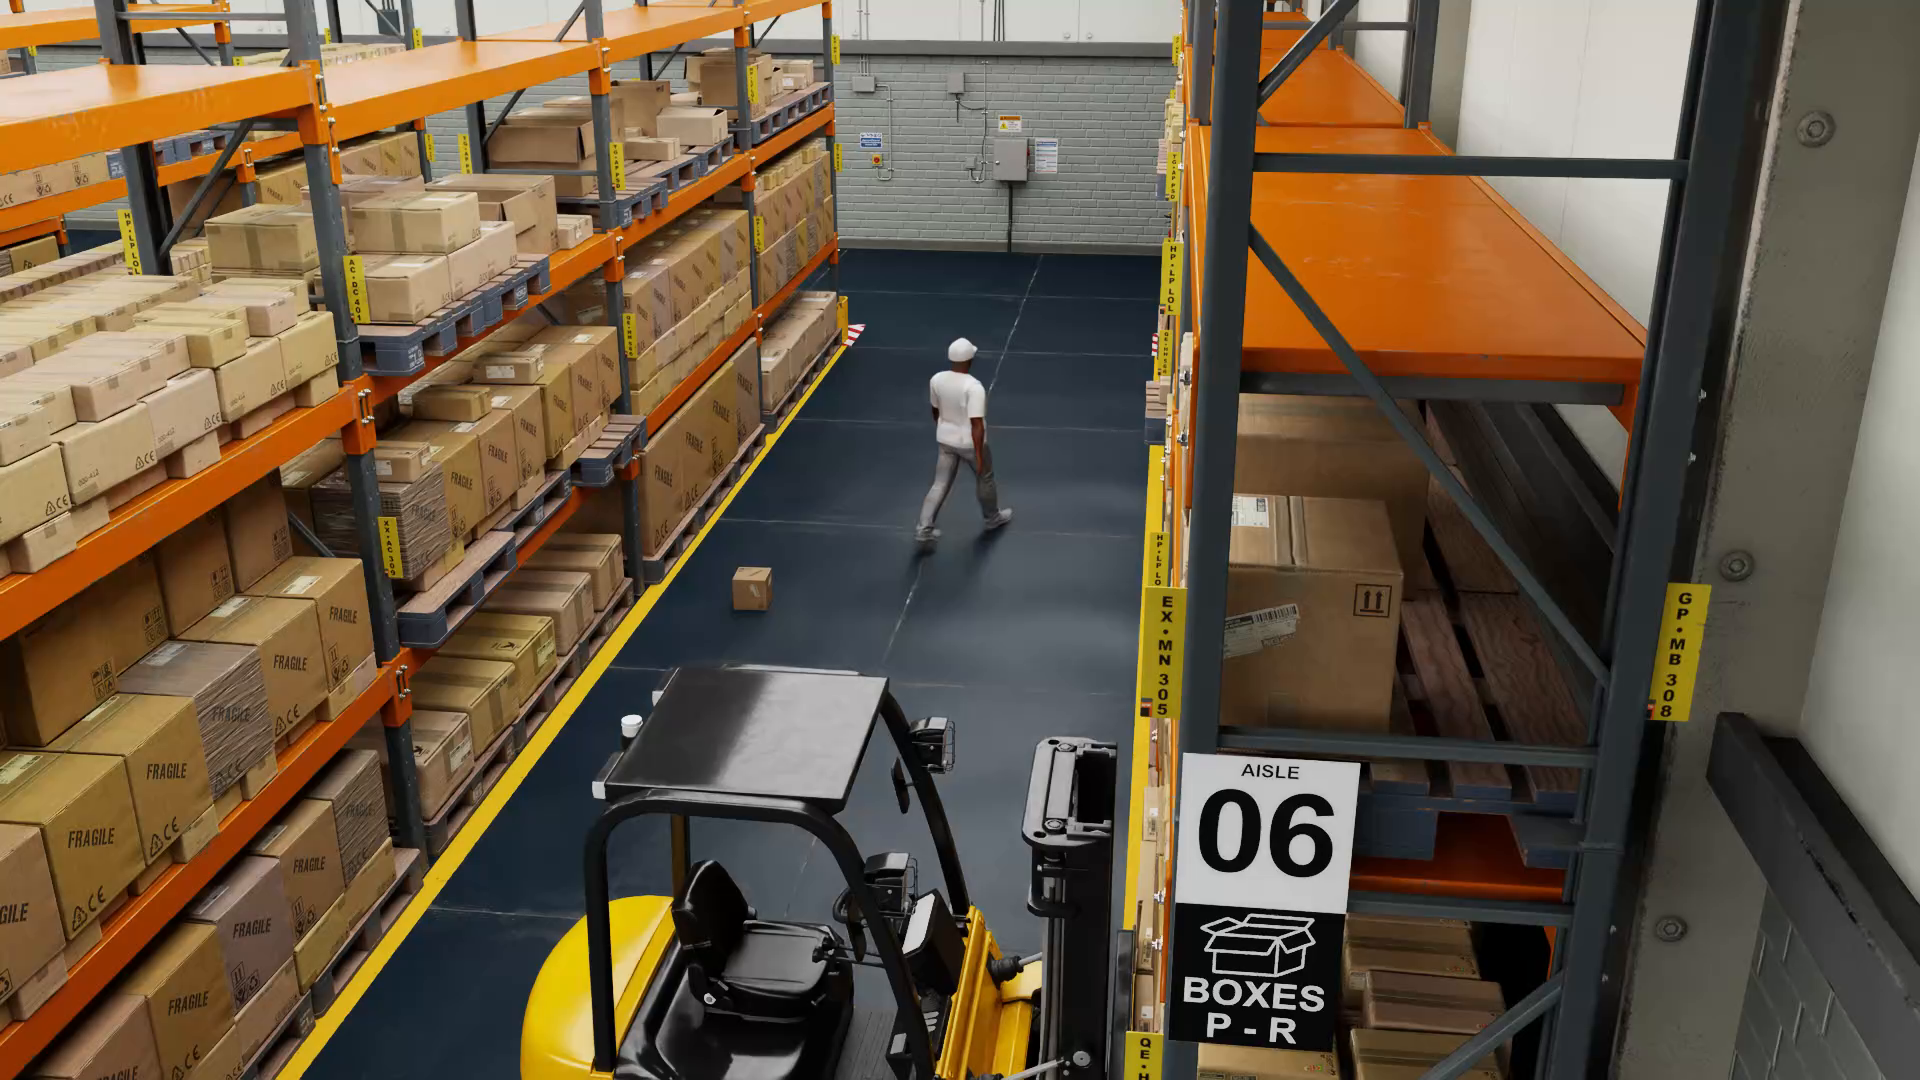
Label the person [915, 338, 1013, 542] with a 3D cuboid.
[{"bbox_3d":[0.028,-0.832,13.661,0.604,1.717,1.081,13,24,30],"label":"person"}]
